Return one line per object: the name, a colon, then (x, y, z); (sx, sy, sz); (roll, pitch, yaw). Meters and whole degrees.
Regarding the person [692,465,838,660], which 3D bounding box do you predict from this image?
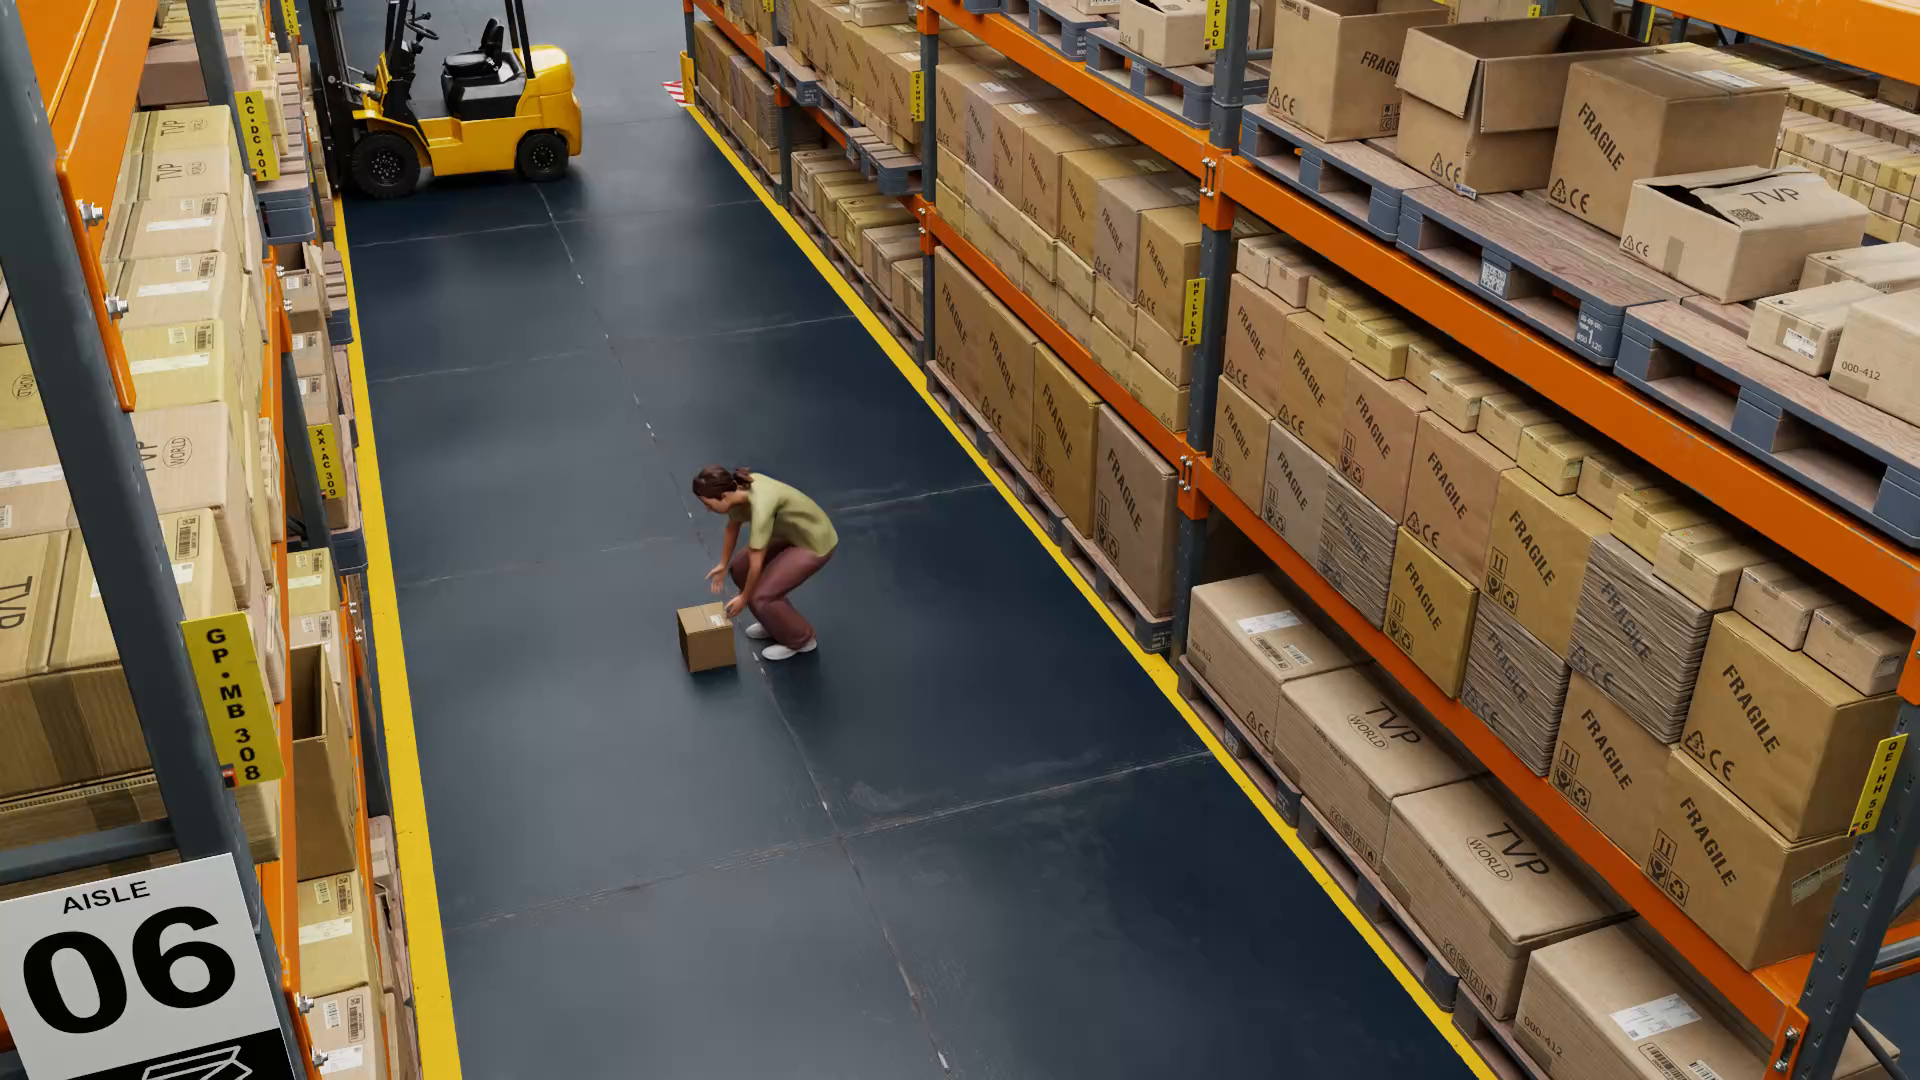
person: (-1.002, 0.083, 8.717); (0.739, 1.159, 0.503); (-11, 32, -18)
